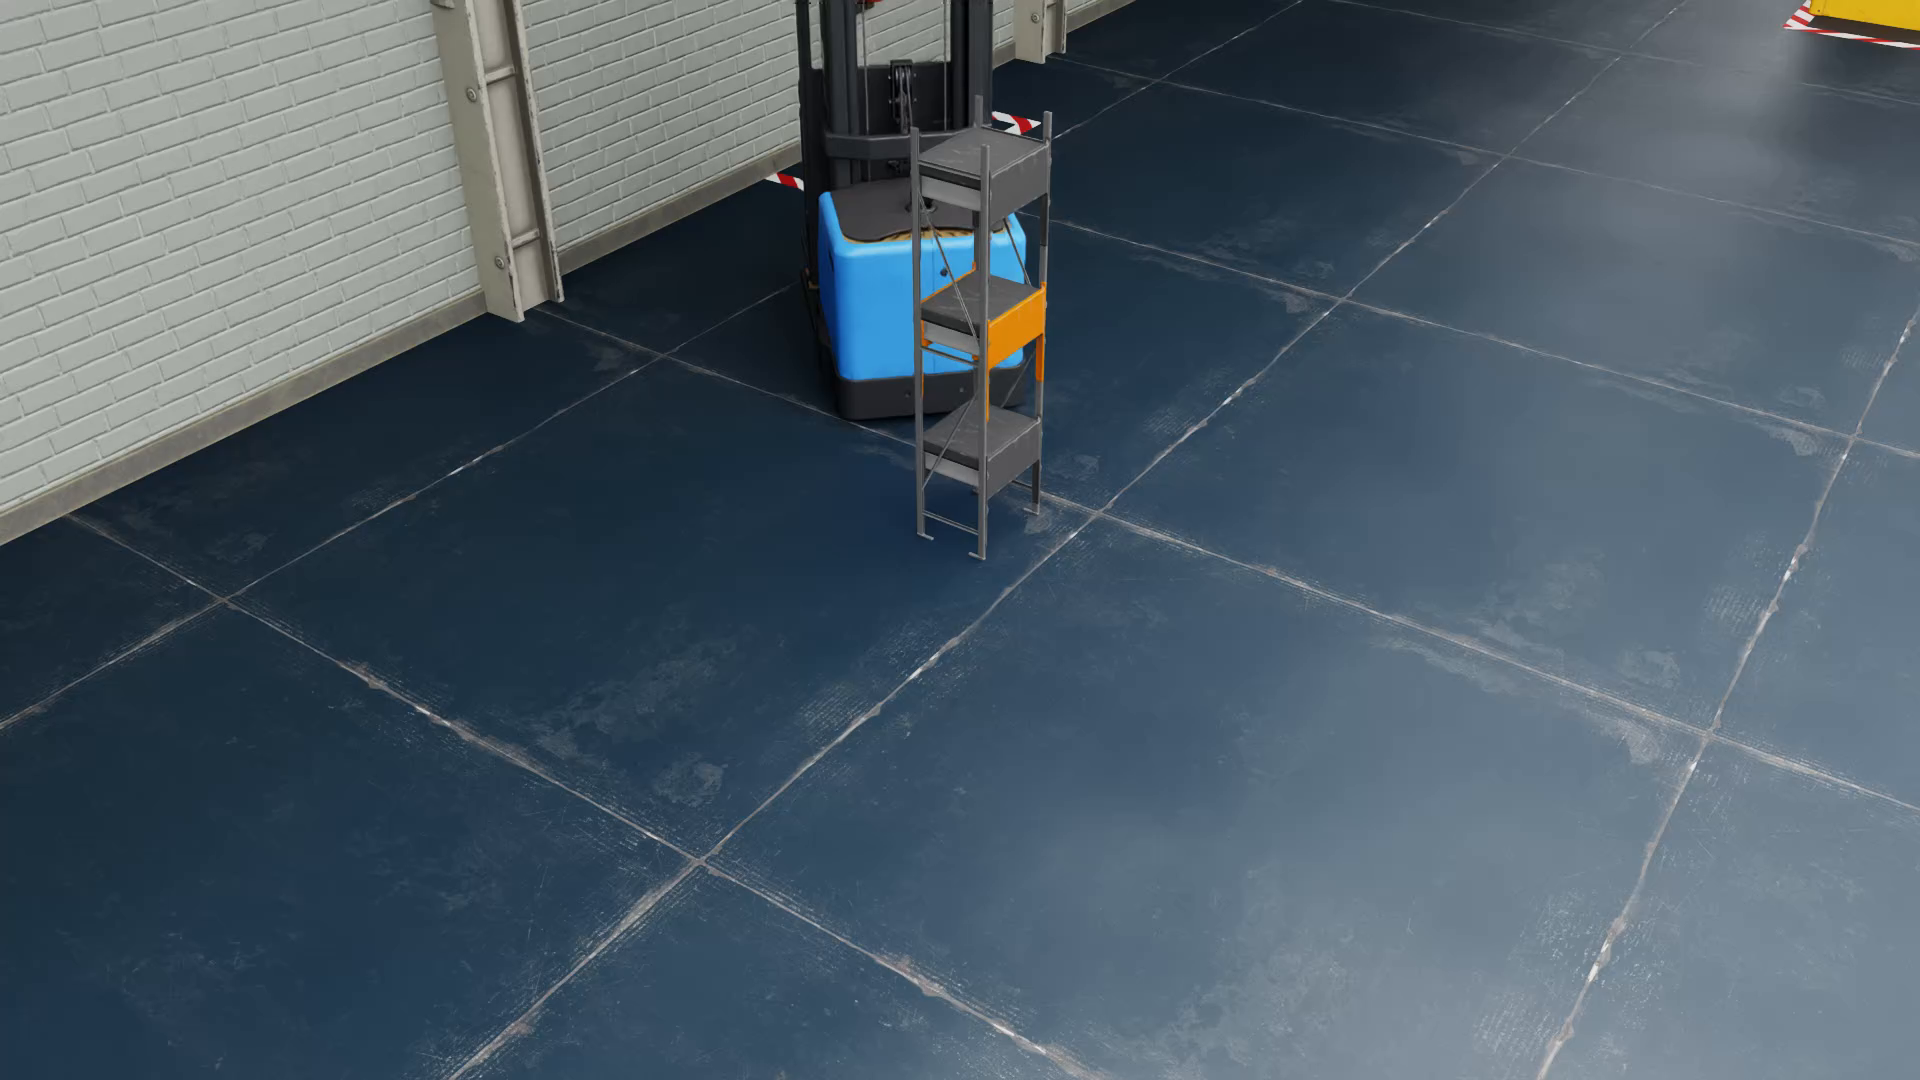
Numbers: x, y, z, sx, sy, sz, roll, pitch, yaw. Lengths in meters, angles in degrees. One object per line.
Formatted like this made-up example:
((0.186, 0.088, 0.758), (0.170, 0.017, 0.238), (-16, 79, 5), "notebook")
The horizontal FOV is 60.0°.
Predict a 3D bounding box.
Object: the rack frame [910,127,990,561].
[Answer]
((-0.045, -0.834, 7.608), (0.400, 2.100, 0.015), (21, 39, 28), "rack frame")

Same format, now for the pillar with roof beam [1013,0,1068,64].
((4.228, -6.590, 9.961), (9.100, 9.000, 0.400), (21, 39, 28), "pillar with roof beam")

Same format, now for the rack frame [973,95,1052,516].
((0.234, -1.058, 7.940), (0.400, 2.100, 0.015), (21, 39, 28), "rack frame")

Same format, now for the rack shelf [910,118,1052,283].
((0.094, -1.515, 7.390), (0.431, 0.518, 0.480), (21, 39, 28), "rack shelf")

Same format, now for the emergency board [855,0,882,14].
((-0.750, -4.355, 12.012), (0.194, 1.169, 0.643), (21, 39, 28), "emergency board")

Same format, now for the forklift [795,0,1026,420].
((-0.403, -2.689, 9.610), (1.130, 2.935, 3.031), (-6, 34, -8), "forklift")

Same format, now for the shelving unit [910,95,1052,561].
((0.094, -0.946, 7.774), (0.431, 2.100, 0.503), (21, 39, 28), "shelving unit")

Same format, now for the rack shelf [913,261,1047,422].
((0.094, -0.935, 7.782), (0.431, 0.518, 0.480), (21, 39, 28), "rack shelf")

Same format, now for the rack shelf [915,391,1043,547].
((0.094, -0.355, 8.174), (0.431, 0.518, 0.480), (21, 39, 28), "rack shelf")

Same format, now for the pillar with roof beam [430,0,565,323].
((0.806, -3.829, 5.878), (9.100, 9.000, 0.400), (21, 39, 28), "pillar with roof beam")

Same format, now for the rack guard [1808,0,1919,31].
((8.481, -5.015, 15.220), (1.175, 0.500, 0.348), (21, 39, 28), "rack guard")
